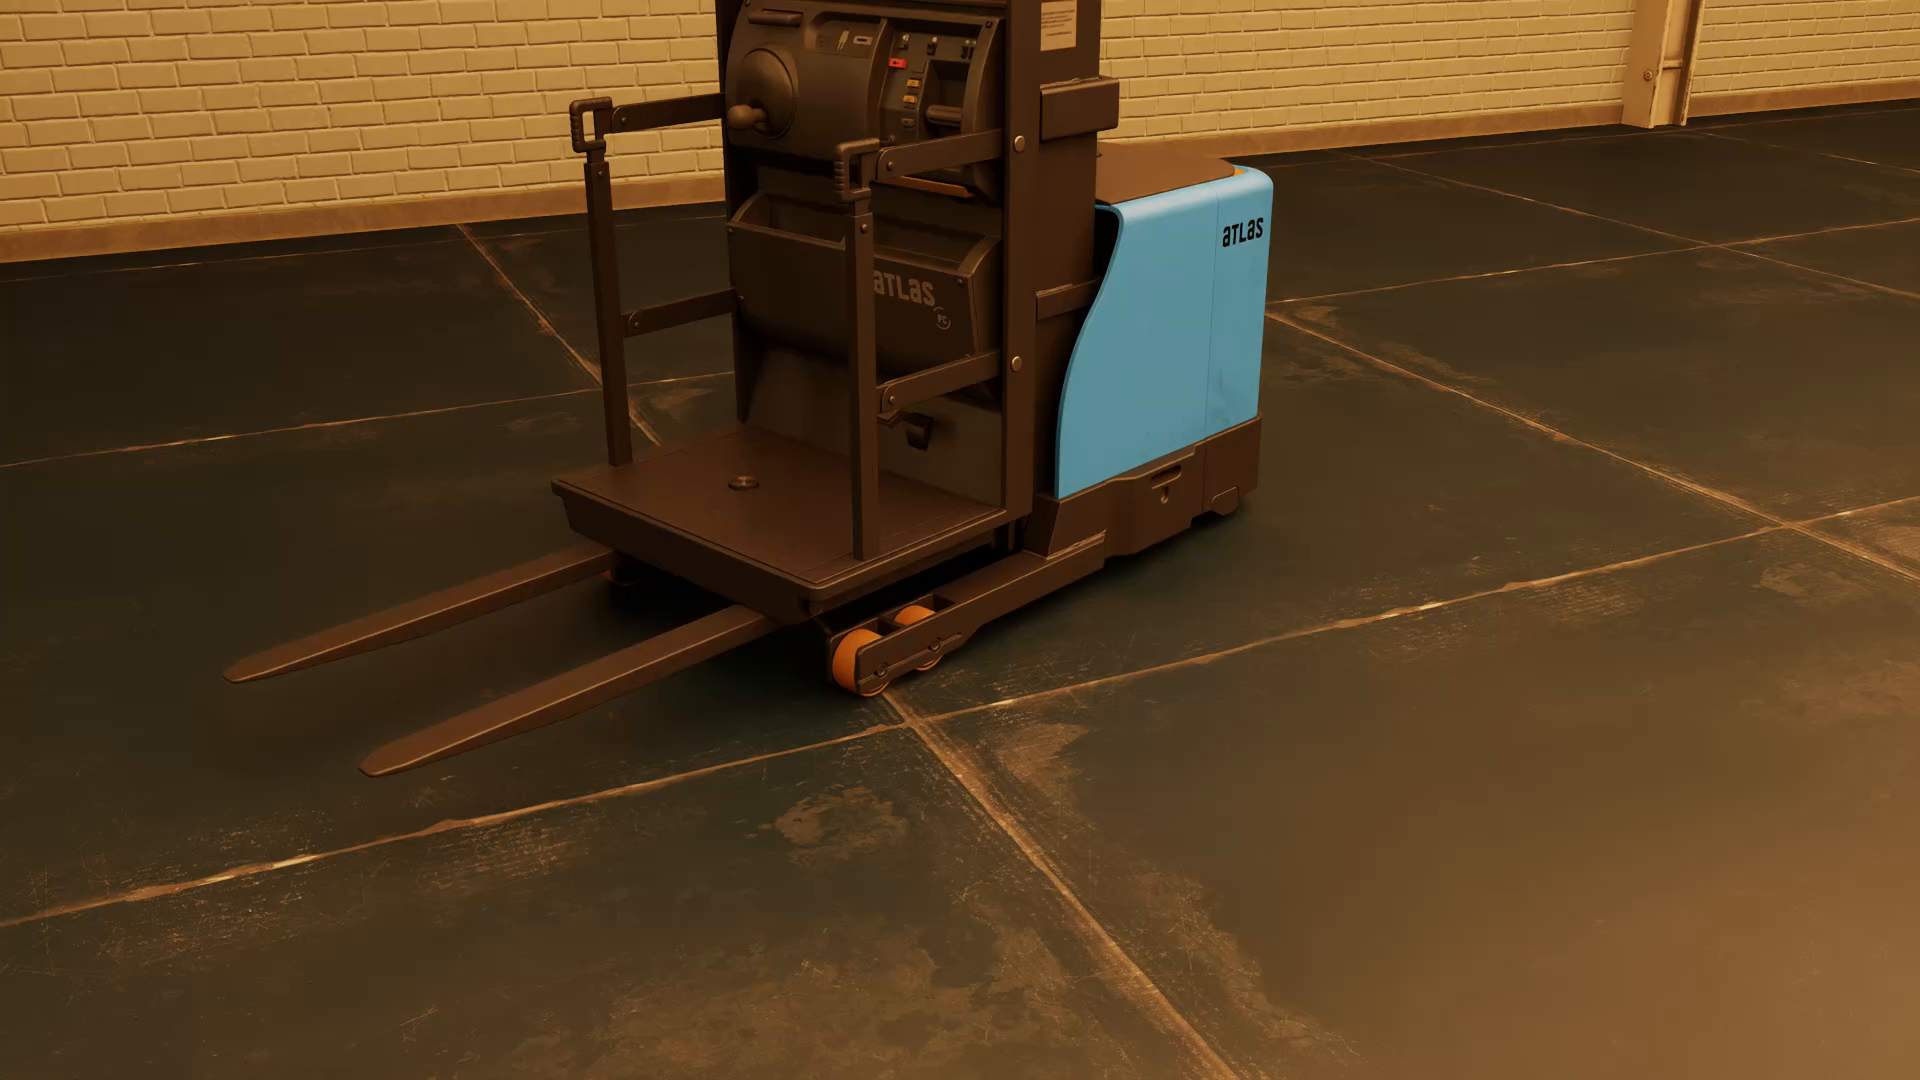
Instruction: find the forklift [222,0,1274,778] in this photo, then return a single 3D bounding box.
[{"bbox_3d":[-0.413,-1.182,4.131,1.130,2.935,3.031,19,29,39],"label":"forklift"}]
